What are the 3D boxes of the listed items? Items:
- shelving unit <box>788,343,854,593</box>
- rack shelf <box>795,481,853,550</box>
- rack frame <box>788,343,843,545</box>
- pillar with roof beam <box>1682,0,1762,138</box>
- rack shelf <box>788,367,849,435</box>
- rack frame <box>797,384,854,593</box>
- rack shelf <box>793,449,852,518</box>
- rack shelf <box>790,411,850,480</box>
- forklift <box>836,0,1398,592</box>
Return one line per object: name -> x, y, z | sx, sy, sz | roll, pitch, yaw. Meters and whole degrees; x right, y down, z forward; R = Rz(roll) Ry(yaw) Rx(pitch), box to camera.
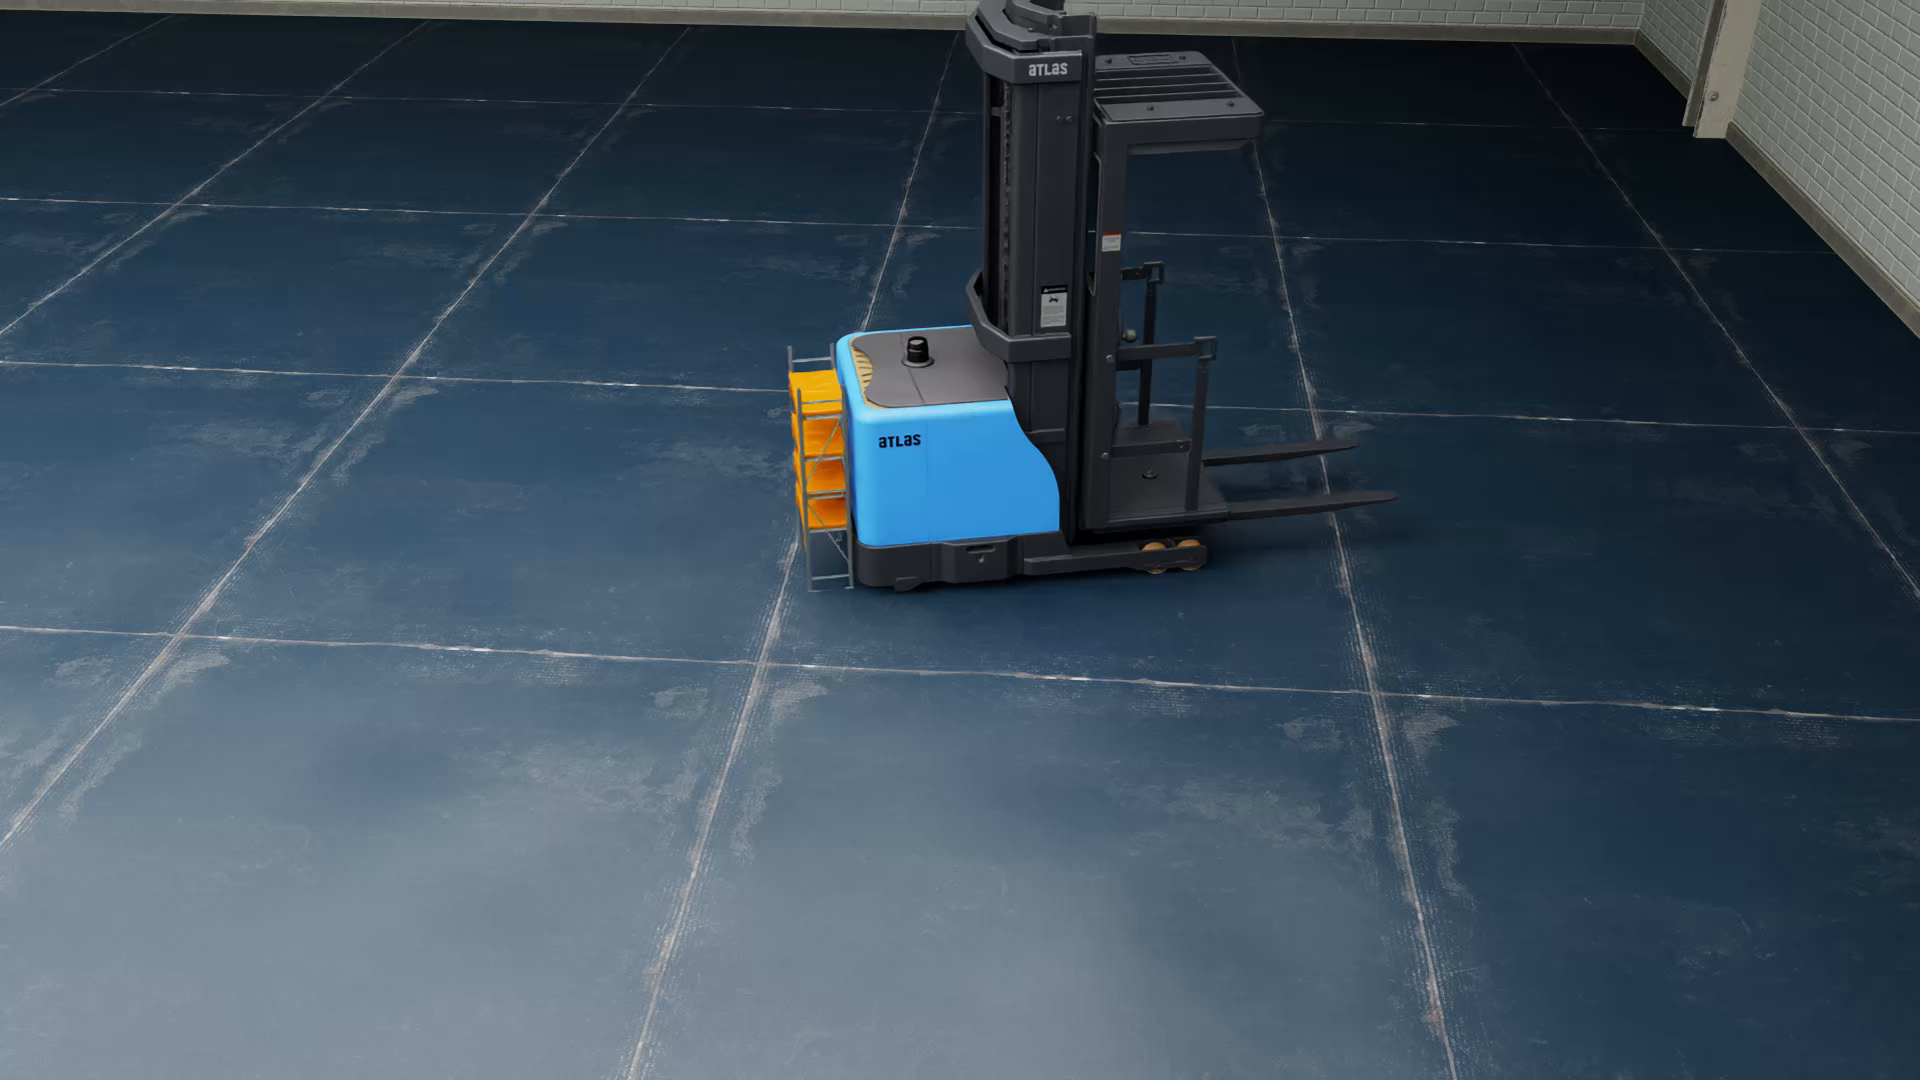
shelving unit -> -0.727, -0.370, 8.708 | 0.258, 1.200, 0.503 | -5, 32, -9
rack shelf -> -0.727, -0.144, 8.847 | 0.258, 0.148, 0.480 | -5, 32, -9
rack frame -> -0.770, -0.497, 8.912 | 0.240, 1.200, 0.015 | -5, 32, -9
pillar with roof beam -> 2.607, -7.800, 13.330 | 9.100, 9.000, 0.400 | 2, 32, 4
rack shelf -> -0.727, -0.705, 8.501 | 0.258, 0.148, 0.480 | -5, 32, -9
rack frame -> -0.684, -0.244, 8.503 | 0.240, 1.200, 0.015 | -5, 32, -9
rack shelf -> -0.727, -0.313, 8.743 | 0.258, 0.148, 0.480 | -5, 32, -9
rack shelf -> -0.727, -0.504, 8.625 | 0.258, 0.148, 0.480 | -5, 32, -9
forklift -> 0.882, -1.335, 8.623 | 3.031, 2.935, 1.130 | -5, 32, -8
